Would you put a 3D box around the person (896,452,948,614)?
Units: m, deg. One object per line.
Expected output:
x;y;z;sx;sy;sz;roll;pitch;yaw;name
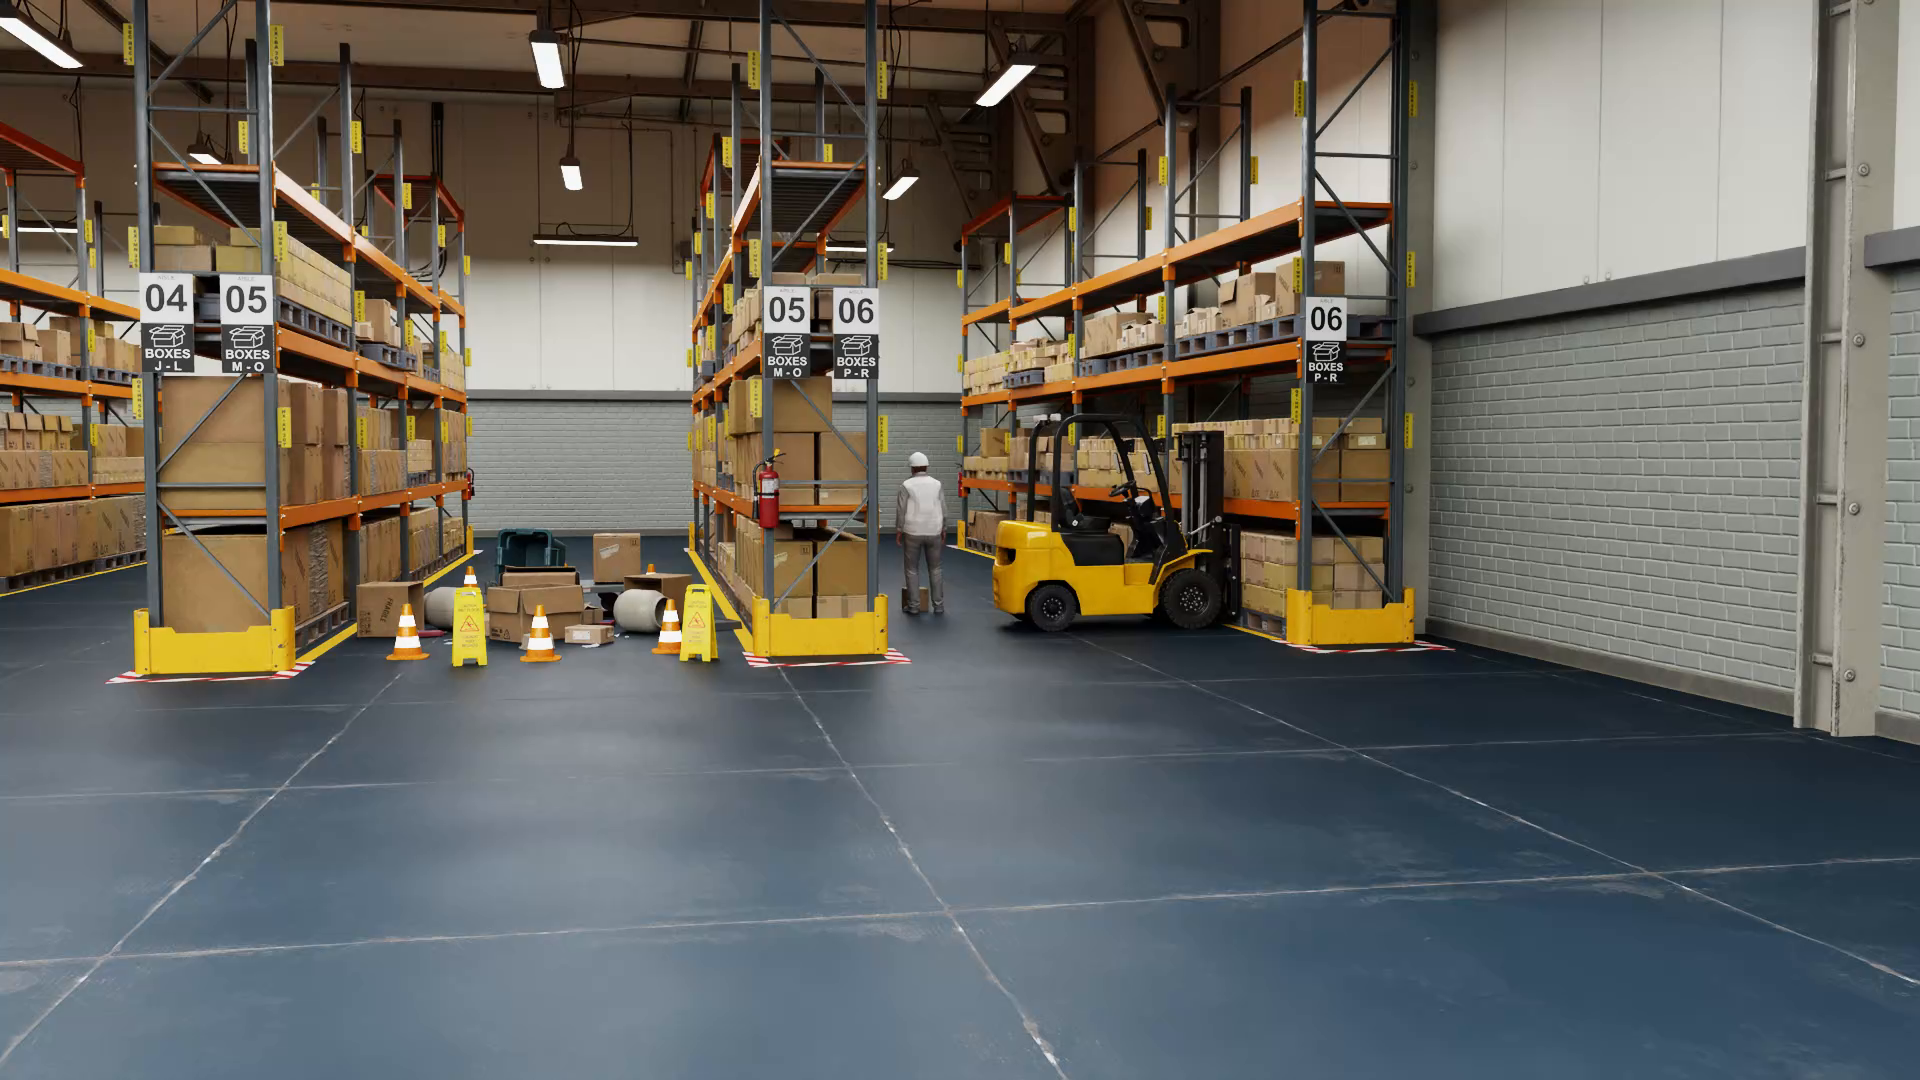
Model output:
-0.425;-0.081;18.398;0.588;1.771;0.465;-1;3;-16;person
